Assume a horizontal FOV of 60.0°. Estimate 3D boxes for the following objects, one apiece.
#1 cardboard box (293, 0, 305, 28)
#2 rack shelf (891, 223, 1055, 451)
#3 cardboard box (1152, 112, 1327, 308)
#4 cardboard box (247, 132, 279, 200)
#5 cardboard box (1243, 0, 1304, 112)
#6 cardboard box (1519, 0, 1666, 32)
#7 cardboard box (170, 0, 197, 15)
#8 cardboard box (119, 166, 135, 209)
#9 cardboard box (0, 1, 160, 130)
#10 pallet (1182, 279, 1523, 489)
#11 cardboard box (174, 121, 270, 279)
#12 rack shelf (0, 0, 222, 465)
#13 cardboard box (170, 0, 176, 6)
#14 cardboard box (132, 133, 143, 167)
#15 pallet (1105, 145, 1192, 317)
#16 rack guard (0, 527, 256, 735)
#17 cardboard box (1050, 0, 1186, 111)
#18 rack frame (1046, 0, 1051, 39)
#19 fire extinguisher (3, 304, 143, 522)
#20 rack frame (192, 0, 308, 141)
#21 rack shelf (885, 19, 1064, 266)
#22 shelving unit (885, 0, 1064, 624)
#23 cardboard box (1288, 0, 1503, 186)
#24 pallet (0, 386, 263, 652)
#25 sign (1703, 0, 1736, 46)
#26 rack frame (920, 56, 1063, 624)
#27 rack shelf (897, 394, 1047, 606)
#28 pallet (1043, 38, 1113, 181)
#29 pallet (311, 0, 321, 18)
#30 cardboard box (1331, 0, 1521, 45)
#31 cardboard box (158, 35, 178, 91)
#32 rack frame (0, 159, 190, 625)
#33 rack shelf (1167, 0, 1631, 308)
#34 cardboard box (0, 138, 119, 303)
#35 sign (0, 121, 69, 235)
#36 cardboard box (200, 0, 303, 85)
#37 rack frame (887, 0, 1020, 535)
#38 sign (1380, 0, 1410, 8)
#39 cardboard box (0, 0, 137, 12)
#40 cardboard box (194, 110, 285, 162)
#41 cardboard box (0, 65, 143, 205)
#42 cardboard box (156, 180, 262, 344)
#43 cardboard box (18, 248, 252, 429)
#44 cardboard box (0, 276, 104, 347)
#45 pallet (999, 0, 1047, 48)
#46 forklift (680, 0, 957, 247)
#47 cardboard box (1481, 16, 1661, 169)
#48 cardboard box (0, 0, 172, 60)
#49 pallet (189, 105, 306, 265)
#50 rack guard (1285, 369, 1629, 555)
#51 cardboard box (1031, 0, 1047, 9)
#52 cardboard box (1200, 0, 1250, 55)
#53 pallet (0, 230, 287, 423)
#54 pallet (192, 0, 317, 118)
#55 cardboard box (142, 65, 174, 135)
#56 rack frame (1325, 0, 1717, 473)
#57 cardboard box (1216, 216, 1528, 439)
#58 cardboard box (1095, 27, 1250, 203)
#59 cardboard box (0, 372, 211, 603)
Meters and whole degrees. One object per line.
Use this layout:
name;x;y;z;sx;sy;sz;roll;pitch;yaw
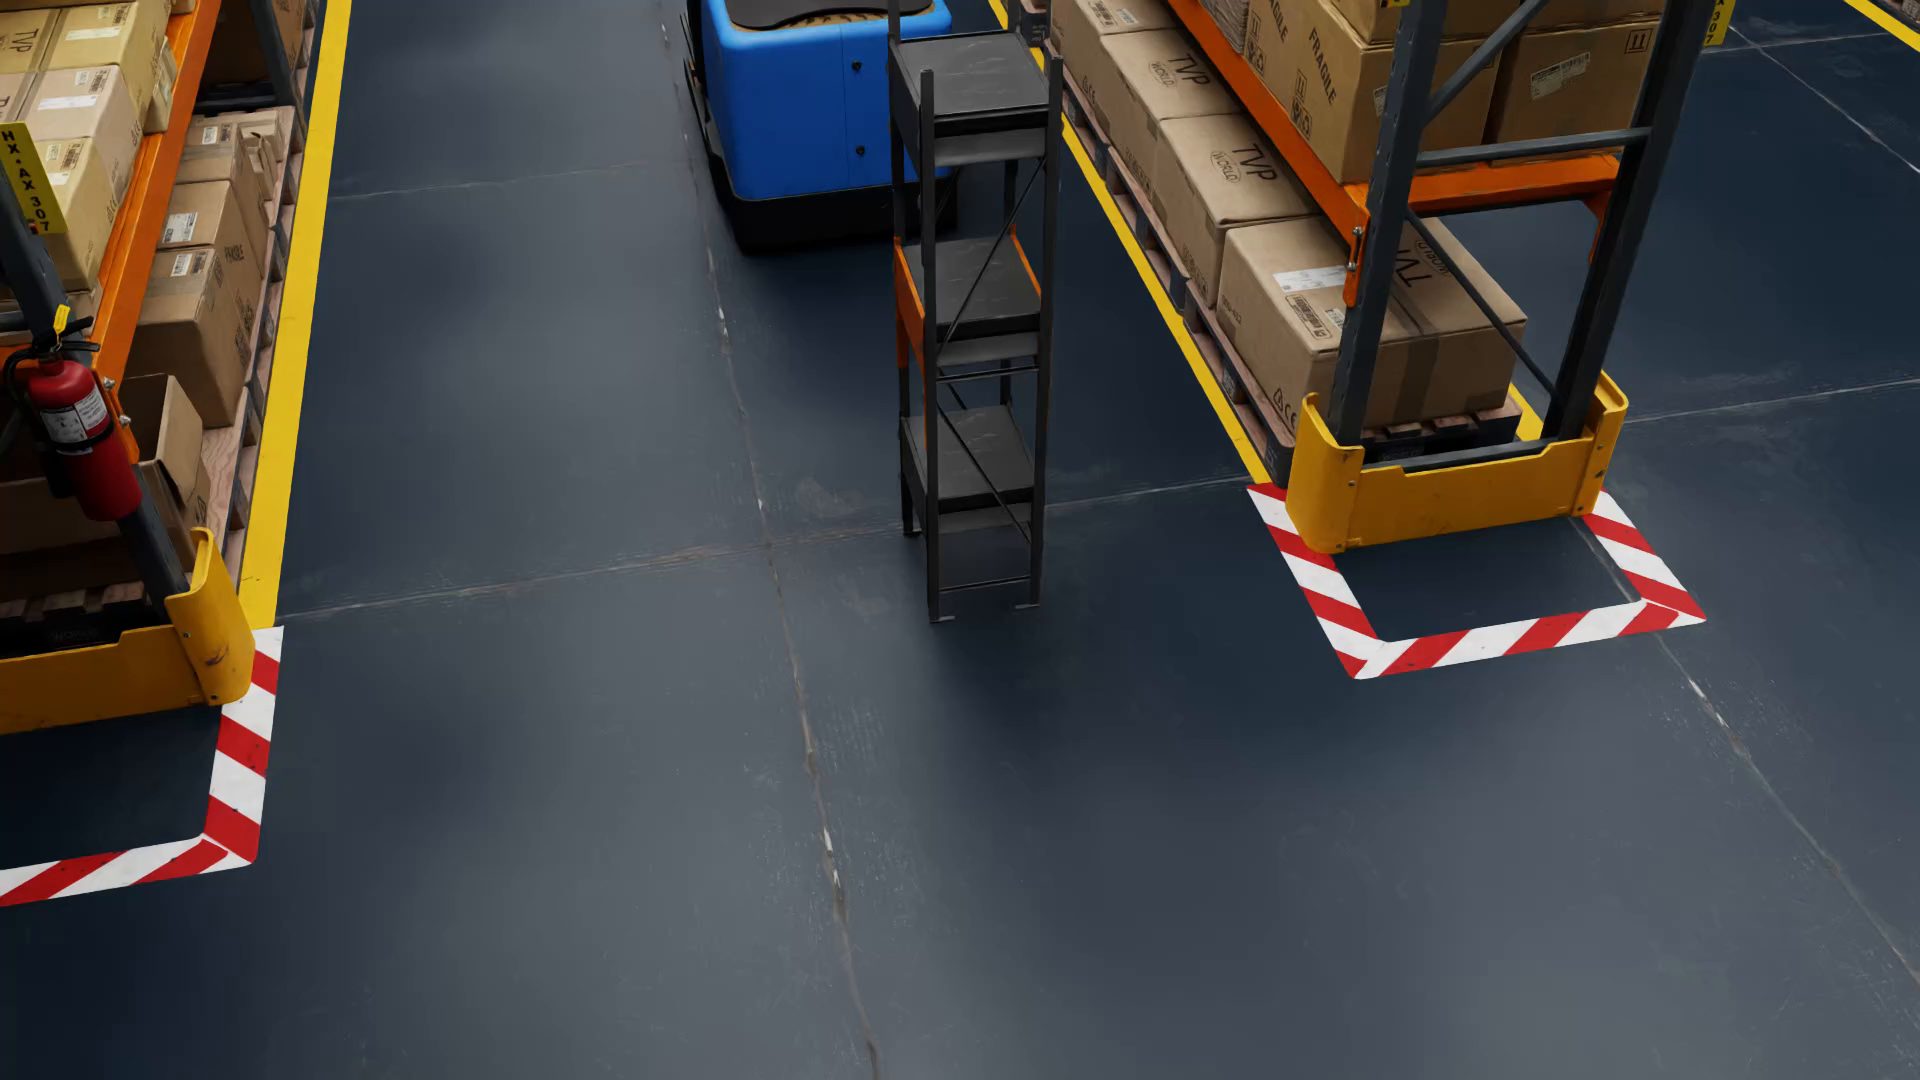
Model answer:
cardboard box;-3.879;-3.060;9.005;0.500;0.500;0.500;-9;42;-10
rack shelf;0.036;-0.668;5.441;0.431;0.518;0.480;-8;42;-9
cardboard box;1.394;-1.474;7.264;0.875;0.438;0.875;-7;42;-8
cardboard box;-3.386;-1.733;7.686;0.396;0.266;0.258;-7;42;-8
cardboard box;1.383;-1.909;6.066;0.500;0.500;0.500;-9;42;-10
cardboard box;2.014;-2.033;5.452;0.500;0.500;0.500;-9;42;-10
cardboard box;-3.285;-2.218;6.678;0.380;0.149;0.250;-9;42;-10
cardboard box;-2.995;-1.210;5.543;0.380;0.149;0.250;-7;42;-8
cardboard box;-3.063;-1.598;5.680;0.500;0.250;0.500;-9;42;-10
pallet;1.591;-0.734;6.917;1.003;0.211;1.213;-8;42;-9
cardboard box;-3.416;-1.421;7.157;0.700;0.500;0.500;-10;43;-11
rack shelf;-3.438;-1.583;6.316;1.077;0.370;4.000;-8;42;-9
cardboard box;-3.304;-2.261;6.426;0.500;0.250;0.500;-9;42;-10
cardboard box;-3.058;-1.382;5.736;0.380;0.149;0.250;-8;42;-9
pallet;1.331;-1.523;7.807;1.003;0.211;1.213;-8;42;-9
rack guard;-3.023;0.330;5.502;1.175;0.500;0.348;-8;42;-9
cardboard box;1.007;-2.639;8.577;0.875;0.438;0.875;-9;42;-10
rack frame;0.976;-3.862;8.341;1.000;3.000;0.127;-8;42;-9
fire extinguisher;-2.523;-0.358;4.733;0.296;0.674;0.183;-8;42;-9
rack frame;-3.870;-3.149;7.537;1.000;3.000;0.127;-8;42;-9
rack shelf;0.036;-1.191;4.976;0.431;0.518;0.480;-8;42;-9
shelving unit;0.036;-0.678;5.432;0.431;2.100;0.503;-8;42;-9
cardboard box;1.477;-1.582;5.697;0.500;0.500;0.500;-8;42;-9
pallet;-3.196;-0.079;6.180;1.003;0.211;1.213;-8;42;-9
sign;2.383;-1.698;5.192;0.100;0.325;0.005;-8;42;-9
rack frame;0.088;-0.520;5.254;0.400;2.100;0.015;-8;42;-9
rack shelf;0.036;-0.144;5.906;0.431;0.518;0.480;-8;42;-9
pallet;1.064;-2.315;8.699;1.003;0.211;1.213;-8;42;-9
pallet;-4.349;-3.420;9.944;1.003;0.211;1.213;-8;42;-9
cardboard box;1.503;-1.959;5.369;0.500;0.500;0.500;-7;42;-8
cardboard box;-3.116;-1.724;6.122;0.380;0.149;0.250;-7;42;-8
rack frame;-3.006;-0.556;4.617;1.000;3.000;0.127;-8;42;-9
rack shelf;1.408;-2.297;7.120;1.077;0.370;4.000;-8;42;-9
cardboard box;-2.841;-0.944;4.942;0.500;0.250;0.500;-8;42;-9
sign;-2.477;-0.957;4.417;0.100;0.325;0.005;-8;42;-9
cardboard box;-3.754;-2.717;8.617;0.500;0.500;0.500;-7;42;-7
rack frame;-0.017;-0.836;5.610;0.400;2.100;0.015;-8;42;-9
sign;1.307;-1.722;4.880;0.100;0.325;0.005;-8;42;-9
cardboard box;-3.165;-2.196;5.789;0.500;0.500;0.500;-7;42;-8
cardboard box;-3.463;-1.920;7.985;0.380;0.149;0.250;-10;42;-11
cardboard box;-2.950;-1.270;5.311;0.500;0.250;0.500;-8;42;-9
cardboard box;-3.209;-1.105;6.802;0.500;0.500;0.500;-8;42;-8
cardboard box;-3.192;-0.748;6.399;0.700;0.500;0.500;-7;42;-8
cardboard box;-2.809;-0.714;4.984;0.380;0.149;0.250;-9;42;-10
pallet;0.736;-3.309;9.818;1.003;0.211;1.213;-8;42;-9
forklift;-0.862;-3.437;7.914;1.130;2.935;3.031;-9;42;-10
cardboard box;2.016;-1.659;5.784;0.500;0.500;0.500;-9;42;-10
cardboard box;-3.194;-1.927;6.050;0.500;0.250;0.500;-9;42;-10
pallet;-3.722;-1.660;7.962;1.003;0.211;1.213;-8;42;-9
rack guard;1.845;-0.319;6.233;1.175;0.500;0.348;-8;42;-9
cardboard box;0.764;-3.615;9.347;0.875;0.875;0.875;-7;42;-8
cardboard box;1.263;-2.241;6.440;0.500;0.500;0.500;-7;42;-8
pallet;-3.456;-0.868;7.069;1.003;0.211;1.213;-8;42;-9
pallet;-4.082;-2.627;9.051;1.003;0.211;1.213;-8;42;-9
cardboard box;-3.039;-1.556;5.933;0.380;0.149;0.250;-9;42;-11
rack frame;1.839;-1.269;5.420;1.000;3.000;0.127;-8;42;-9
cardboard box;1.599;-0.882;6.597;0.875;0.438;0.875;-10;43;-11
cardboard box;1.201;-2.059;7.923;0.875;0.438;0.875;-10;42;-11
cardboard box;-3.046;-0.189;5.768;0.797;0.503;0.637;-10;43;-11
